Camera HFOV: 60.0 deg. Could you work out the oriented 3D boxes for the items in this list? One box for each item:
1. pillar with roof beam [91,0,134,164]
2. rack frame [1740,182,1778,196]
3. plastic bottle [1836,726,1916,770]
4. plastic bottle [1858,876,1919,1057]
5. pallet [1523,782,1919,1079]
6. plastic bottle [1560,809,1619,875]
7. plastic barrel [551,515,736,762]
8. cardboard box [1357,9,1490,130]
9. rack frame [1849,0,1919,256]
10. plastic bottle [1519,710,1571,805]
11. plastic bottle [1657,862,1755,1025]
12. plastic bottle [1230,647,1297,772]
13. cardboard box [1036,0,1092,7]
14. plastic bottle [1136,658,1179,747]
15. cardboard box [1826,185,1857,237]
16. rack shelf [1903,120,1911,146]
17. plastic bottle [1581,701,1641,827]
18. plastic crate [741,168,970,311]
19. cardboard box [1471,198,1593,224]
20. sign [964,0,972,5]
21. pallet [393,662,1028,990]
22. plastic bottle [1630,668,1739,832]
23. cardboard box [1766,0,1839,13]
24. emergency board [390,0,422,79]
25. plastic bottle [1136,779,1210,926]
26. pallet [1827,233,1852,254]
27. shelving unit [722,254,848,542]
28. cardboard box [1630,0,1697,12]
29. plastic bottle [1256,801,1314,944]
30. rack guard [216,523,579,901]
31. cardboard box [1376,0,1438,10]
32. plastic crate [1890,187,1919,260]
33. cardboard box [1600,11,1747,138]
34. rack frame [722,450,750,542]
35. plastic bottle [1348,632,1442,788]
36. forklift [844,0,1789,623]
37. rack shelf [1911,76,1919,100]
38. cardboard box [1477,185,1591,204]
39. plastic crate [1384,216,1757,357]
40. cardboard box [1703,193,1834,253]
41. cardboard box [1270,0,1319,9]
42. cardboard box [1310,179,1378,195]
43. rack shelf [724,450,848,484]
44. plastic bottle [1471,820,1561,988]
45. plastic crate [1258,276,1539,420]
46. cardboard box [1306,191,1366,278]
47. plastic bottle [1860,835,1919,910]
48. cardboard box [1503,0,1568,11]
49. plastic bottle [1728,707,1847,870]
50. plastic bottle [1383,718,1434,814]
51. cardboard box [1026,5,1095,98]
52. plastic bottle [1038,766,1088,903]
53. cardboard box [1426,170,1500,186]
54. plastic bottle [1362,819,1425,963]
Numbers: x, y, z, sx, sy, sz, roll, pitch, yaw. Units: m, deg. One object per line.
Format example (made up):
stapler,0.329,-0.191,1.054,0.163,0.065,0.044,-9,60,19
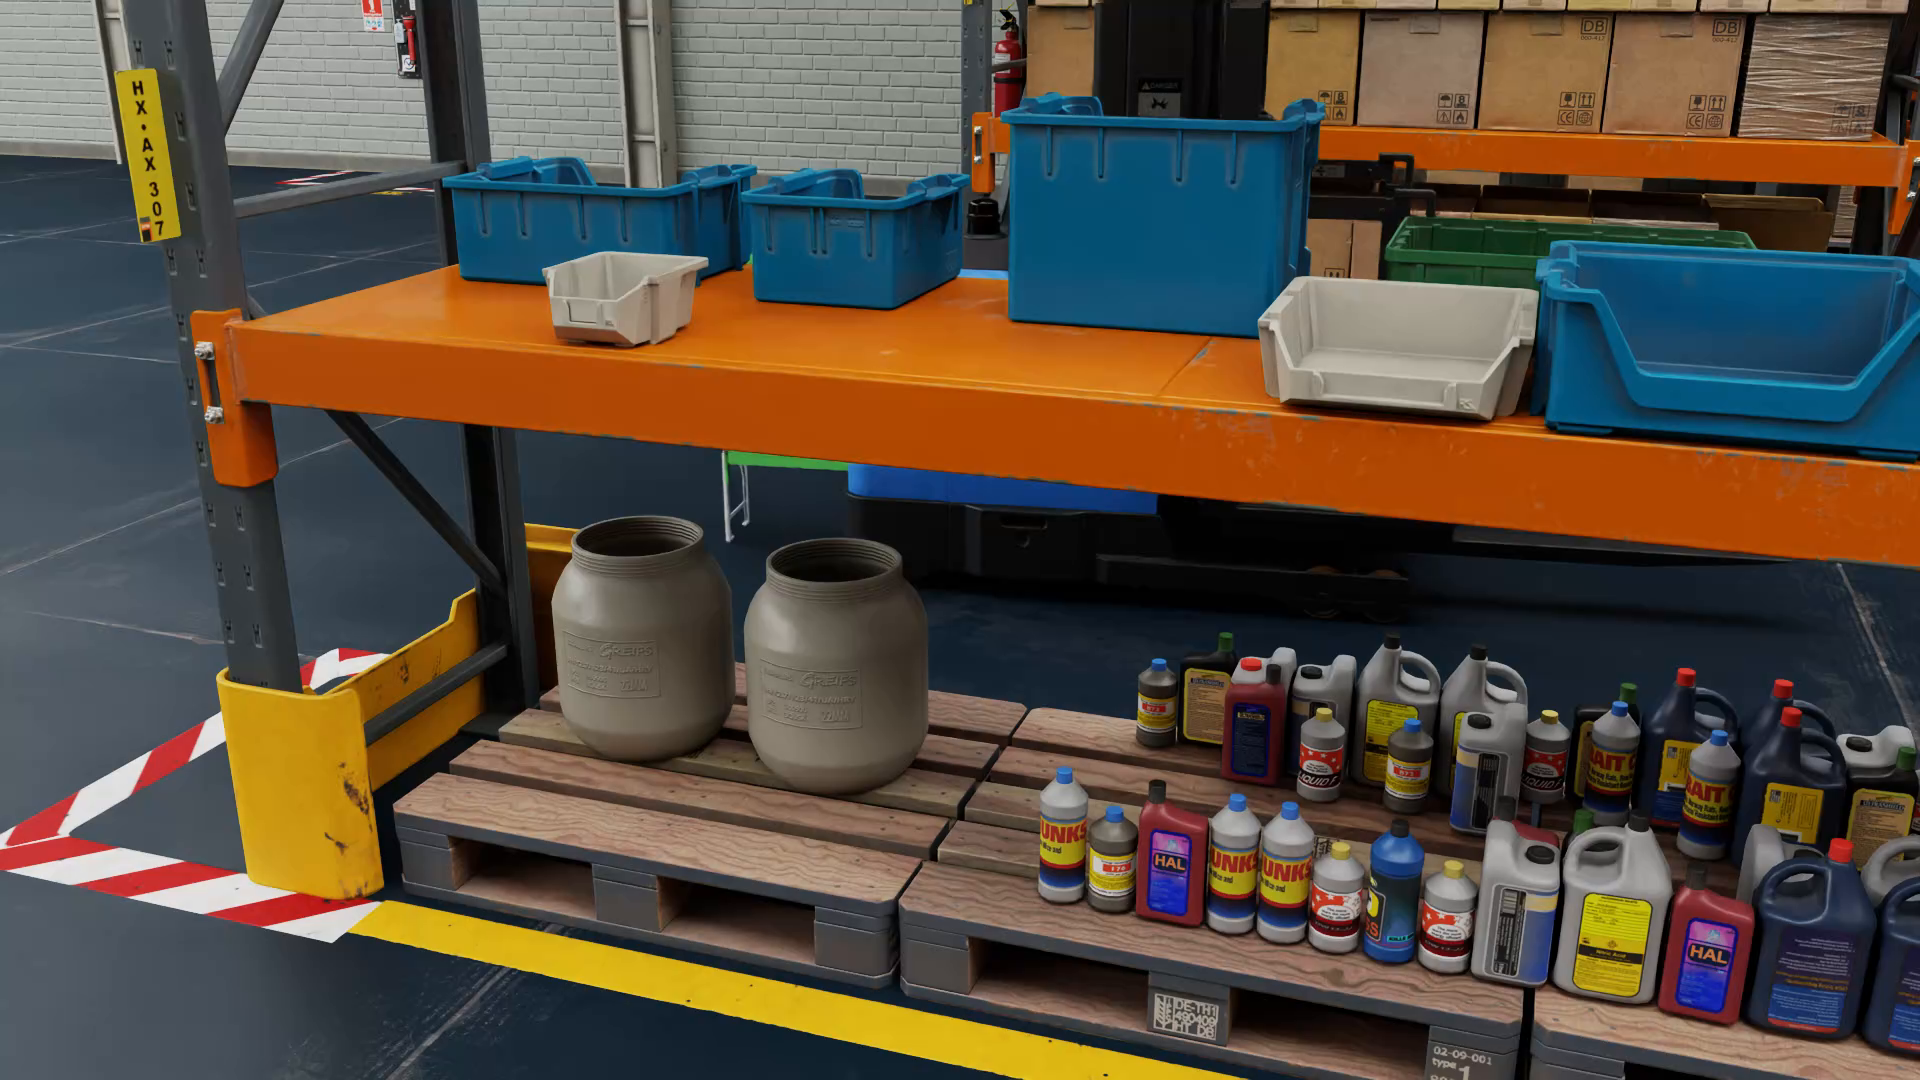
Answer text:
pillar with roof beam,-9.955,-6.856,12.072,0.400,9.000,9.100,7,20,18
rack frame,5.626,-3.440,11.387,0.127,3.000,1.000,7,20,18
plastic bottle,1.903,0.522,3.491,0.135,0.276,0.152,7,21,20
plastic bottle,1.672,0.704,2.856,0.185,0.351,0.144,6,20,17
pallet,1.754,0.872,3.254,1.213,0.211,1.003,7,20,18
plastic bottle,1.195,0.645,3.126,0.133,0.283,0.061,7,20,18
plastic barrel,-0.757,0.232,3.994,0.421,0.512,0.421,0,19,0
cardboard box,2.126,-2.158,7.557,0.500,0.500,0.700,7,20,20
rack frame,4.004,-1.899,6.967,0.127,3.000,1.000,7,20,18
plastic bottle,1.311,0.480,3.725,0.097,0.201,0.097,0,19,0
plastic bottle,1.323,0.710,2.940,0.133,0.283,0.061,8,21,22
plastic bottle,0.704,0.385,3.885,0.135,0.276,0.152,7,20,18
cardboard box,0.525,-2.575,7.770,0.250,0.149,0.380,6,20,18
plastic bottle,0.475,0.384,4.000,0.097,0.201,0.097,0,19,0
cardboard box,6.327,-2.393,11.513,0.500,0.500,0.700,7,20,20
rack shelf,5.893,-1.343,6.466,4.000,0.370,1.077,7,20,18
plastic bottle,1.419,0.480,3.618,0.097,0.271,0.097,0,19,0
plastic crate,-0.221,-0.688,3.719,0.408,0.251,0.499,7,20,18
cardboard box,2.552,-1.246,7.493,0.500,0.500,0.500,7,20,18
sign,0.038,-2.605,7.558,0.005,0.325,0.100,7,20,18
pallet,-0.551,0.608,4.010,1.213,0.211,1.003,7,20,18
plastic bottle,1.570,0.447,3.592,0.185,0.351,0.144,6,20,16
cardboard box,3.444,-2.243,6.815,0.250,0.149,0.380,6,20,17
emergency board,-5.197,-4.992,15.840,0.643,1.169,0.194,7,20,18
plastic bottle,0.415,0.606,3.238,0.133,0.283,0.061,7,20,19
pallet,6.362,-2.039,11.606,1.213,0.211,1.003,7,20,18
shelving unit,-0.583,-0.583,5.925,0.503,1.200,0.258,4,20,10
cardboard box,2.947,-2.298,6.975,0.250,0.149,0.380,6,20,18
plastic bottle,0.625,0.630,3.189,0.097,0.271,0.097,0,19,0
rack guard,-1.316,0.383,4.219,0.348,0.500,1.175,7,20,18
cardboard box,1.977,-2.409,7.293,0.250,0.149,0.380,7,20,19
plastic crate,1.922,-0.426,2.836,0.504,0.338,0.767,7,20,18
cardboard box,3.082,-2.047,7.240,0.500,0.500,0.700,6,20,17
rack frame,-0.823,-0.598,5.969,0.015,1.200,0.240,4,20,10
plastic bottle,0.993,0.381,3.782,0.185,0.351,0.144,7,21,20
forklift,1.176,-1.310,5.380,3.031,2.935,1.130,4,20,10
rack shelf,7.515,-2.884,10.885,4.000,0.370,1.077,7,20,18
cardboard box,2.724,-1.408,7.960,0.500,0.500,0.500,7,20,18
plastic crate,1.185,-0.494,3.257,0.662,0.188,0.450,7,20,18
cardboard box,3.669,-1.301,7.650,0.500,0.500,0.500,7,20,18
cardboard box,1.501,-2.464,7.451,0.250,0.149,0.380,6,20,16
cardboard box,1.779,-1.516,8.269,0.500,0.500,0.500,7,20,18
rack shelf,-0.583,-0.296,6.025,0.480,0.148,0.258,4,20,10
plastic bottle,1.033,0.665,3.082,0.135,0.276,0.152,7,20,19
plastic crate,0.758,-0.331,2.871,0.437,0.136,0.530,7,20,18
cardboard box,1.609,-1.355,7.805,0.500,0.500,0.500,7,20,18
plastic bottle,1.719,0.659,2.985,0.185,0.351,0.144,7,20,18
cardboard box,2.478,-2.353,7.132,0.250,0.149,0.380,7,20,20
plastic bottle,1.701,0.512,3.405,0.185,0.351,0.144,7,20,18
plastic bottle,0.995,0.494,3.685,0.097,0.201,0.097,0,19,0
cardboard box,0.662,-2.324,8.034,0.500,0.500,0.700,7,20,18
plastic bottle,0.207,0.582,3.326,0.097,0.271,0.097,0,19,0
cardboard box,3.687,-2.640,12.222,0.500,0.500,0.700,5,20,15
plastic bottle,0.817,0.652,3.126,0.097,0.271,0.097,0,19,0
